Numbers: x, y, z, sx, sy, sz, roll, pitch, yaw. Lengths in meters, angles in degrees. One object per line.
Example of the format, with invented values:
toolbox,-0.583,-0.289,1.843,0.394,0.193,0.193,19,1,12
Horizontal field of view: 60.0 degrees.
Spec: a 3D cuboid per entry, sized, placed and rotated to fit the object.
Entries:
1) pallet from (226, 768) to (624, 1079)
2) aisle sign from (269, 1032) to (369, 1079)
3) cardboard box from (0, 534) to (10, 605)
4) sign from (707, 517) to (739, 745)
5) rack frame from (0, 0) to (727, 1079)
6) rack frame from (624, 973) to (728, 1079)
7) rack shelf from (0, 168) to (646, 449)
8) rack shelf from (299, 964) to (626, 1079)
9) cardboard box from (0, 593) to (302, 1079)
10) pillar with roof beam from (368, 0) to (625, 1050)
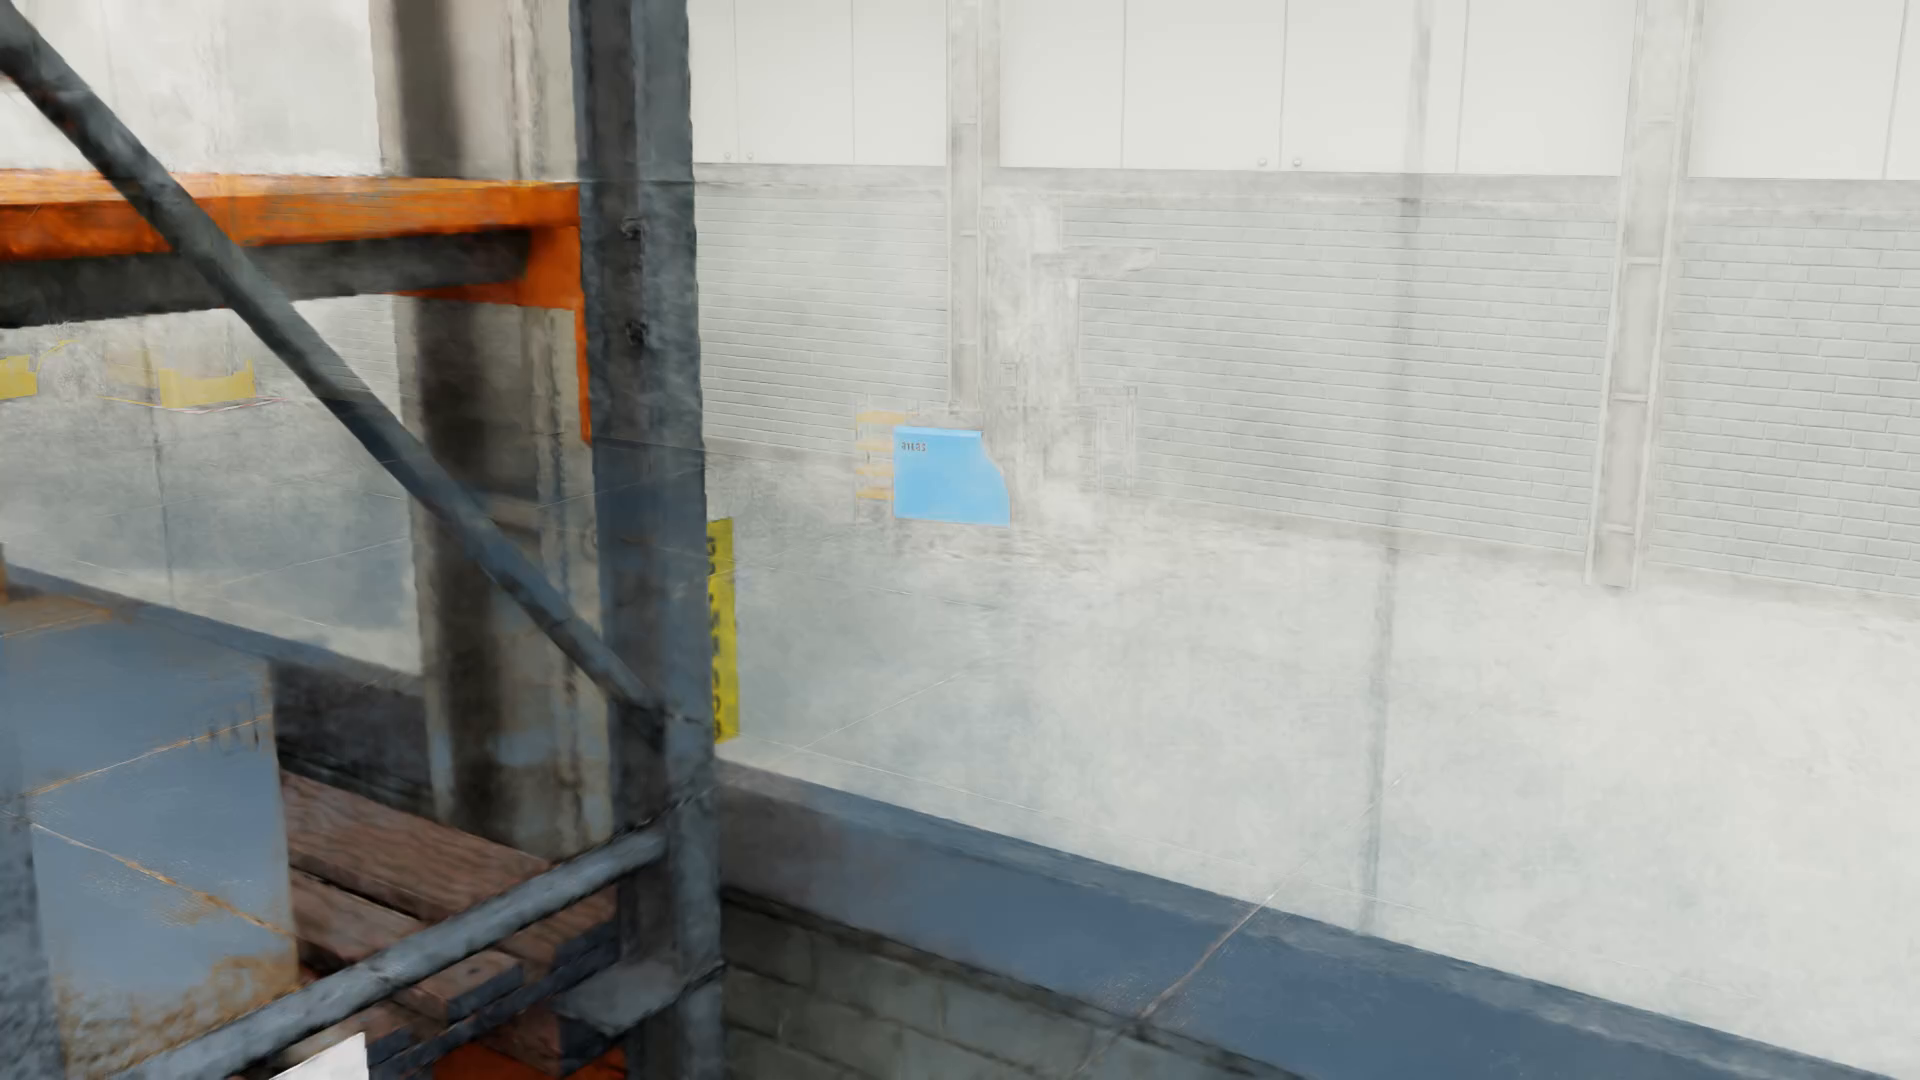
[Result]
pallet,-10.334,-4.773,21.304,1.213,0.211,1.003,9,17,33
aisle sign,-9.872,-4.455,20.666,0.004,0.787,0.394,9,17,33
cardboard box,-11.060,-5.185,21.494,0.500,0.500,0.700,9,17,33
sign,-9.447,-5.289,21.219,0.005,0.325,0.100,9,17,33
rack frame,-9.762,-6.172,20.529,0.127,3.000,1.000,9,17,33
rack frame,-9.762,-3.260,21.250,0.127,3.000,1.000,9,17,33
rack shelf,-11.422,-5.897,21.747,4.000,0.370,1.077,9,17,33
rack shelf,-11.422,-4.635,22.060,4.000,0.370,1.077,9,17,33
cardboard box,-10.265,-5.028,20.859,0.500,0.500,0.500,10,17,35
pillar with roof beam,-12.240,-5.587,18.165,0.400,9.000,9.100,9,17,33
